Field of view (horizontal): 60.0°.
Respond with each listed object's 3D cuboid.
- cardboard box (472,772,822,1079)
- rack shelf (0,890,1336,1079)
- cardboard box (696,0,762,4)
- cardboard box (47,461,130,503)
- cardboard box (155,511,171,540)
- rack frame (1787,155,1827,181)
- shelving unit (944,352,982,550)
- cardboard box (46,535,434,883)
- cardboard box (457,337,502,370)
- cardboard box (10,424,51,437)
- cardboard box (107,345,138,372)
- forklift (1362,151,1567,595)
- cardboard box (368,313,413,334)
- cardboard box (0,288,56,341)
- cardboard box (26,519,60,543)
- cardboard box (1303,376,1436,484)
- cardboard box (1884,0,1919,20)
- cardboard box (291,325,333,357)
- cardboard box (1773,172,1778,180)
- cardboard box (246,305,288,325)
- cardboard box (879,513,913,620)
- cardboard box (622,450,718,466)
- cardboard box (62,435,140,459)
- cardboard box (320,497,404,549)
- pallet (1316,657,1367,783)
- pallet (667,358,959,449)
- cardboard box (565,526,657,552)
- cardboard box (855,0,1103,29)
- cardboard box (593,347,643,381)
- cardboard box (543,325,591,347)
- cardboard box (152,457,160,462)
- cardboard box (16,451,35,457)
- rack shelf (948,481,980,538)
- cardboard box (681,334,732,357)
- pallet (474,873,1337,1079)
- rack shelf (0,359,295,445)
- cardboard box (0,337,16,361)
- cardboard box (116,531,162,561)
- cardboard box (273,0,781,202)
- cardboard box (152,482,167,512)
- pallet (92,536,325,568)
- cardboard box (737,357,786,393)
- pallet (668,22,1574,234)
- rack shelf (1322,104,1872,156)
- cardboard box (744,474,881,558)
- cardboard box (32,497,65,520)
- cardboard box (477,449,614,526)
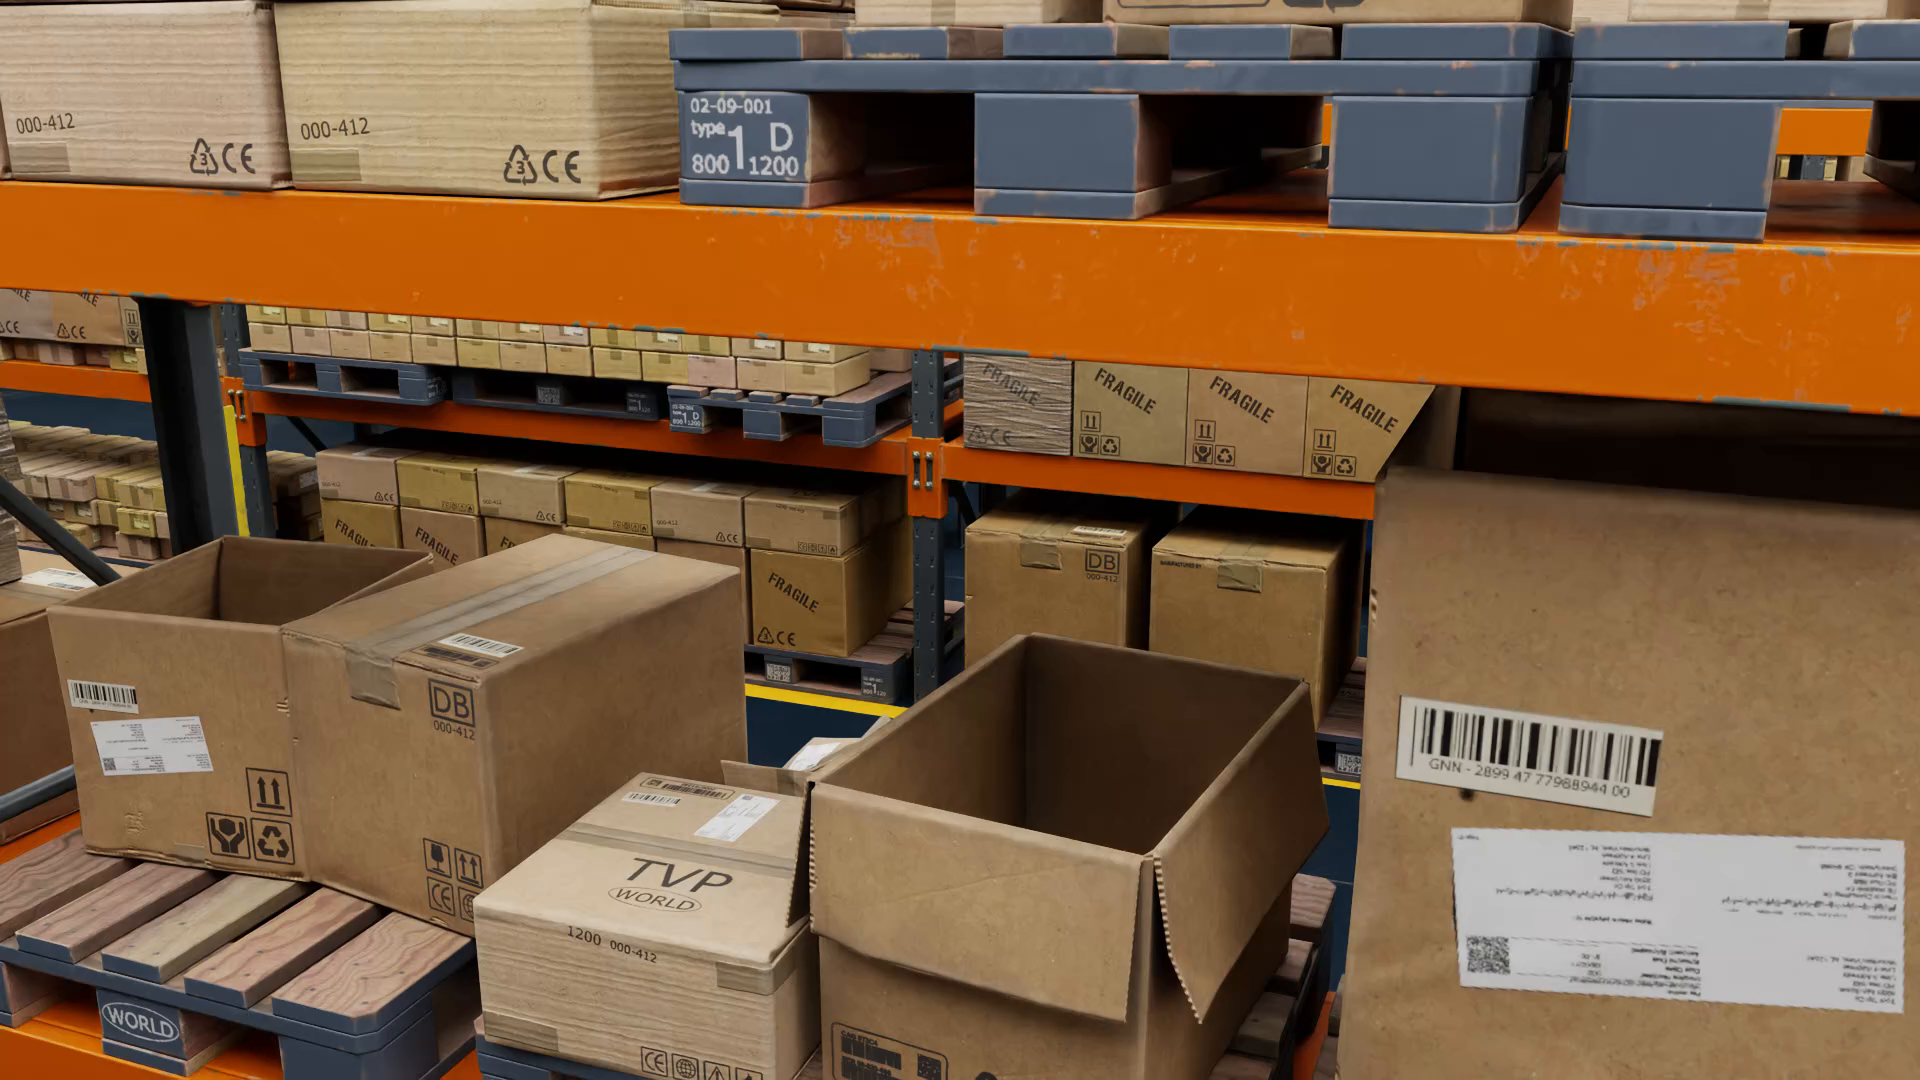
[{"bbox_3d":[-0.419,0.618,2.682,0.500,0.250,0.500,6,17,19],"label":"cardboard box"},{"bbox_3d":[-0.033,1.066,2.911,4.000,0.370,1.077,6,17,21],"label":"rack shelf"},{"bbox_3d":[-0.610,-0.995,2.265,0.500,0.500,0.500,6,17,19],"label":"cardboard box"},{"bbox_3d":[-5.112,-0.346,9.779,0.250,0.149,0.380,5,17,18],"label":"cardboard box"},{"bbox_3d":[-4.367,-0.119,9.529,0.250,0.149,0.380,5,17,18],"label":"cardboard box"},{"bbox_3d":[5.464,-1.645,10.959,0.127,3.000,1.000,6,17,21],"label":"rack frame"},{"bbox_3d":[-0.154,-1.025,10.439,0.503,2.100,0.431,6,17,21],"label":"shelving unit"},{"bbox_3d":[-1.377,0.311,3.288,0.500,0.500,0.500,4,17,14],"label":"cardboard box"},{"bbox_3d":[-2.286,-0.958,8.292,0.250,0.149,0.380,6,17,20],"label":"cardboard box"},{"bbox_3d":[-6.118,-0.631,10.760,0.250,0.149,0.380,6,17,18],"label":"cardboard box"},{"bbox_3d":[-4.559,-1.058,9.388,0.250,0.149,0.380,7,18,23],"label":"cardboard box"},{"bbox_3d":[3.248,-1.115,9.256,3.031,2.935,1.130,5,17,16],"label":"forklift"},{"bbox_3d":[-2.779,-1.155,8.434,0.250,0.149,0.380,5,17,18],"label":"cardboard box"},{"bbox_3d":[-5.199,-1.441,9.543,0.500,0.500,0.500,6,17,20],"label":"cardboard box"},{"bbox_3d":[-5.371,-0.103,10.010,0.250,0.149,0.380,7,17,22],"label":"cardboard box"},{"bbox_3d":[1.745,-0.537,6.965,0.500,0.500,0.500,6,17,20],"label":"cardboard box"},{"bbox_3d":[1.427,-0.840,1.869,0.637,0.503,0.797,5,17,18],"label":"cardboard box"},{"bbox_3d":[-3.243,-1.064,8.655,0.250,0.149,0.380,7,17,22],"label":"cardboard box"},{"bbox_3d":[7.675,-3.326,15.407,0.250,0.149,0.380,6,17,20],"label":"cardboard box"},{"bbox_3d":[-3.503,-1.233,8.706,0.250,0.149,0.380,7,17,22],"label":"cardboard box"},{"bbox_3d":[-0.544,0.100,8.678,0.500,0.500,0.500,6,17,18],"label":"cardboard box"},{"bbox_3d":[-1.460,-0.360,8.920,0.500,0.250,0.500,6,17,21],"label":"cardboard box"},{"bbox_3d":[-5.389,-0.543,10.456,0.250,0.149,0.380,6,17,21],"label":"cardboard box"},{"bbox_3d":[-3.111,-0.026,9.113,0.500,0.500,0.500,7,18,23],"label":"cardboard box"},{"bbox_3d":[1.857,0.805,7.523,1.213,0.211,1.003,6,17,21],"label":"pallet"},{"bbox_3d":[-0.682,-0.713,8.094,1.003,0.211,1.213,6,17,21],"label":"pallet"},{"bbox_3d":[-1.667,0.135,8.557,0.500,0.500,0.500,5,17,18],"label":"cardboard box"},{"bbox_3d":[0.047,-0.771,2.233,0.250,0.166,0.380,6,17,19],"label":"cardboard box"},{"bbox_3d":[-1.558,-0.878,8.014,0.250,0.149,0.380,5,17,18],"label":"cardboard box"},{"bbox_3d":[-1.807,-1.048,8.066,0.250,0.149,0.380,7,18,22],"label":"cardboard box"},{"bbox_3d":[-4.684,-0.454,10.149,0.250,0.149,0.380,6,17,19],"label":"cardboard box"},{"bbox_3d":[-5.827,-0.425,10.052,0.250,0.149,0.380,7,17,21],"label":"cardboard box"},{"bbox_3d":[-0.154,-0.340,10.638,0.480,0.518,0.431,6,17,21],"label":"rack shelf"},{"bbox_3d":[-1.101,-0.969,7.796,0.250,0.149,0.380,7,17,22],"label":"cardboard box"},{"bbox_3d":[-0.037,0.800,2.881,1.213,0.211,1.003,6,17,21],"label":"pallet"},{"bbox_3d":[-5.561,-1.028,10.125,4.000,0.370,1.077,6,17,21],"label":"rack shelf"},{"bbox_3d":[-5.533,-1.158,9.734,0.250,0.149,0.380,7,17,22],"label":"cardboard box"},{"bbox_3d":[-4.671,-0.012,9.695,0.250,0.149,0.380,6,17,19],"label":"cardboard box"},{"bbox_3d":[-0.591,-0.636,2.371,0.500,0.250,0.500,7,17,22],"label":"cardboard box"},{"bbox_3d":[-4.379,-0.272,9.524,0.250,0.149,0.380,7,17,21],"label":"cardboard box"},{"bbox_3d":[-4.338,0.111,9.914,1.213,0.211,1.003,6,17,21],"label":"pallet"},{"bbox_3d":[-0.837,-0.798,7.740,0.250,0.149,0.380,6,17,20],"label":"cardboard box"},{"bbox_3d":[0.326,-0.621,2.389,1.003,0.211,1.213,6,17,21],"label":"pallet"},{"bbox_3d":[1.881,-1.650,6.888,4.000,0.370,1.077,6,17,21],"label":"rack shelf"},{"bbox_3d":[-0.712,-0.123,8.103,0.500,0.250,0.500,6,17,19],"label":"cardboard box"},{"bbox_3d":[-5.306,-0.246,9.968,0.250,0.149,0.380,5,17,18],"label":"cardboard box"},{"bbox_3d":[-2.141,-0.279,8.640,0.500,0.250,0.500,7,18,23],"label":"cardboard box"}]
